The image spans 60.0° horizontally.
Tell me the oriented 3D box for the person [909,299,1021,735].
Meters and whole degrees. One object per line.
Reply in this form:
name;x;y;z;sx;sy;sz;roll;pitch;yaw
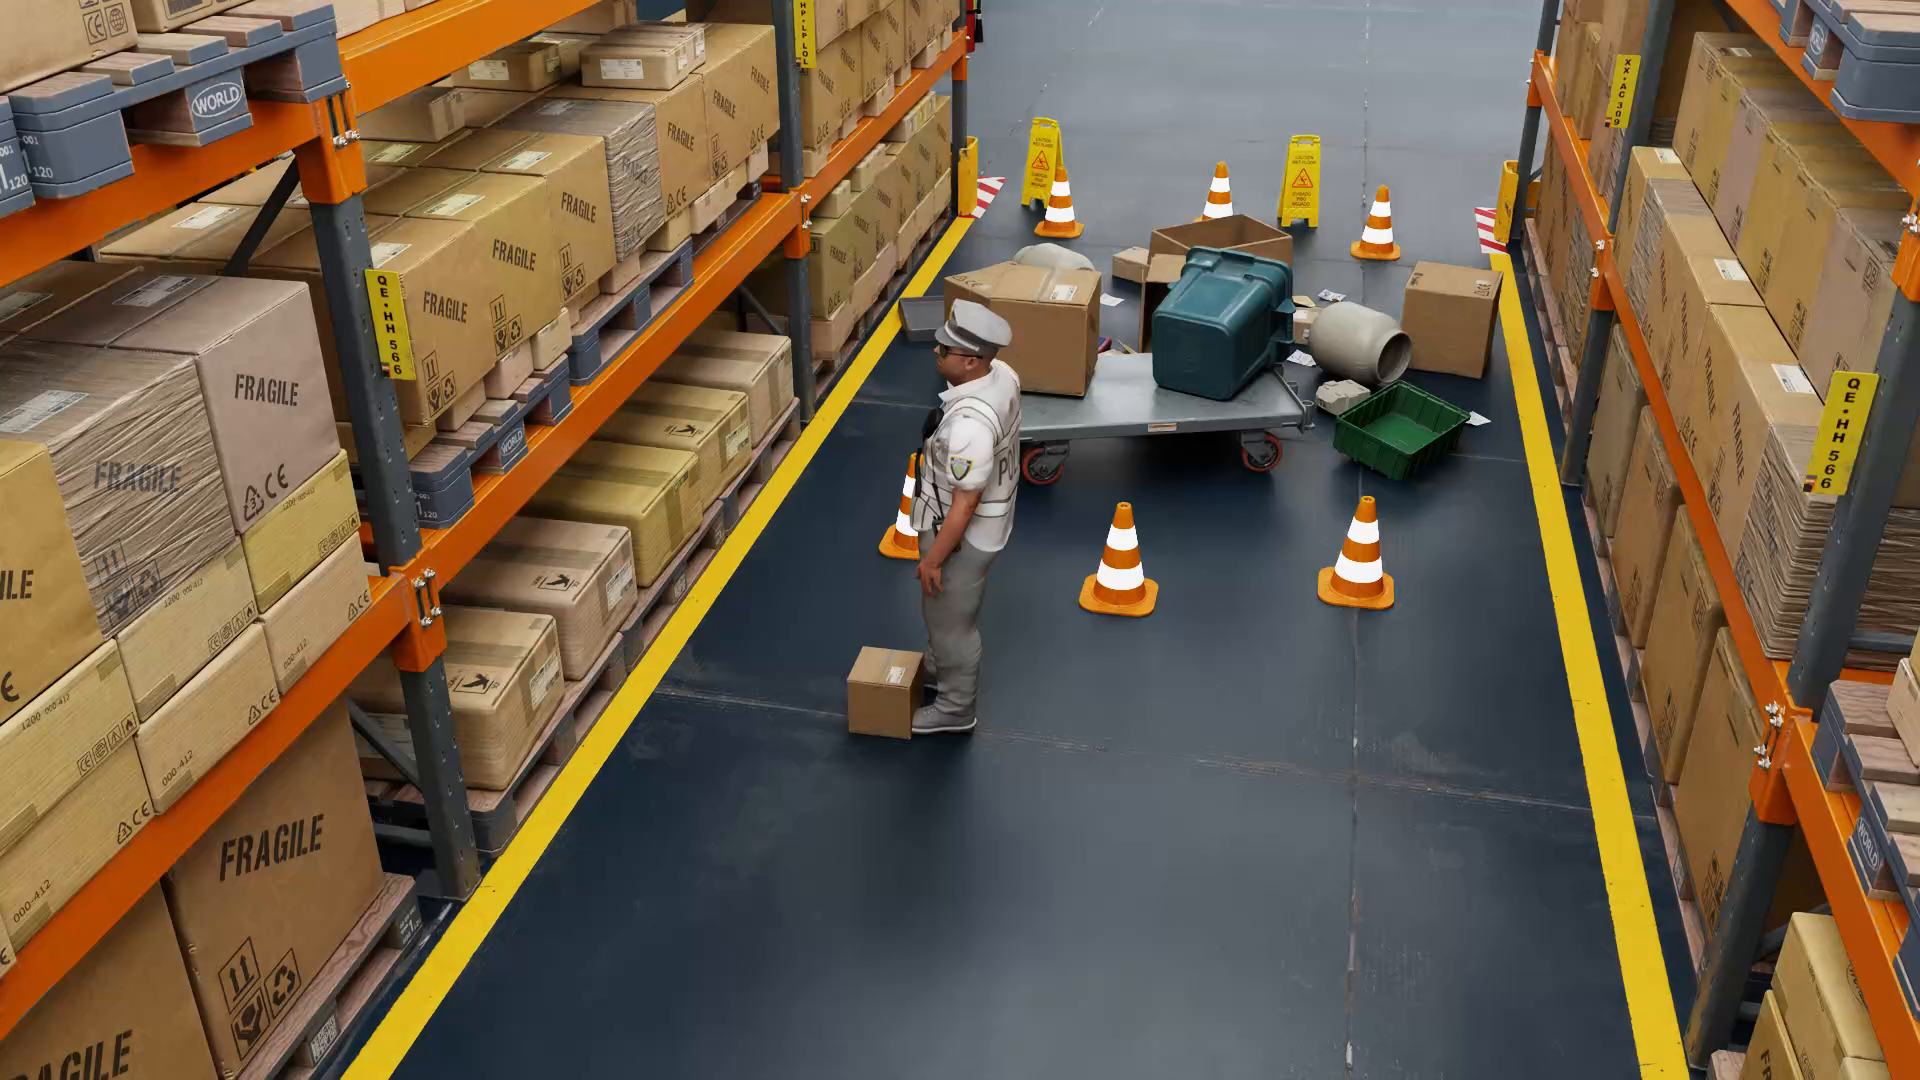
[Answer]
person;-0.075;-0.068;6.193;0.575;1.780;0.640;6;29;11
